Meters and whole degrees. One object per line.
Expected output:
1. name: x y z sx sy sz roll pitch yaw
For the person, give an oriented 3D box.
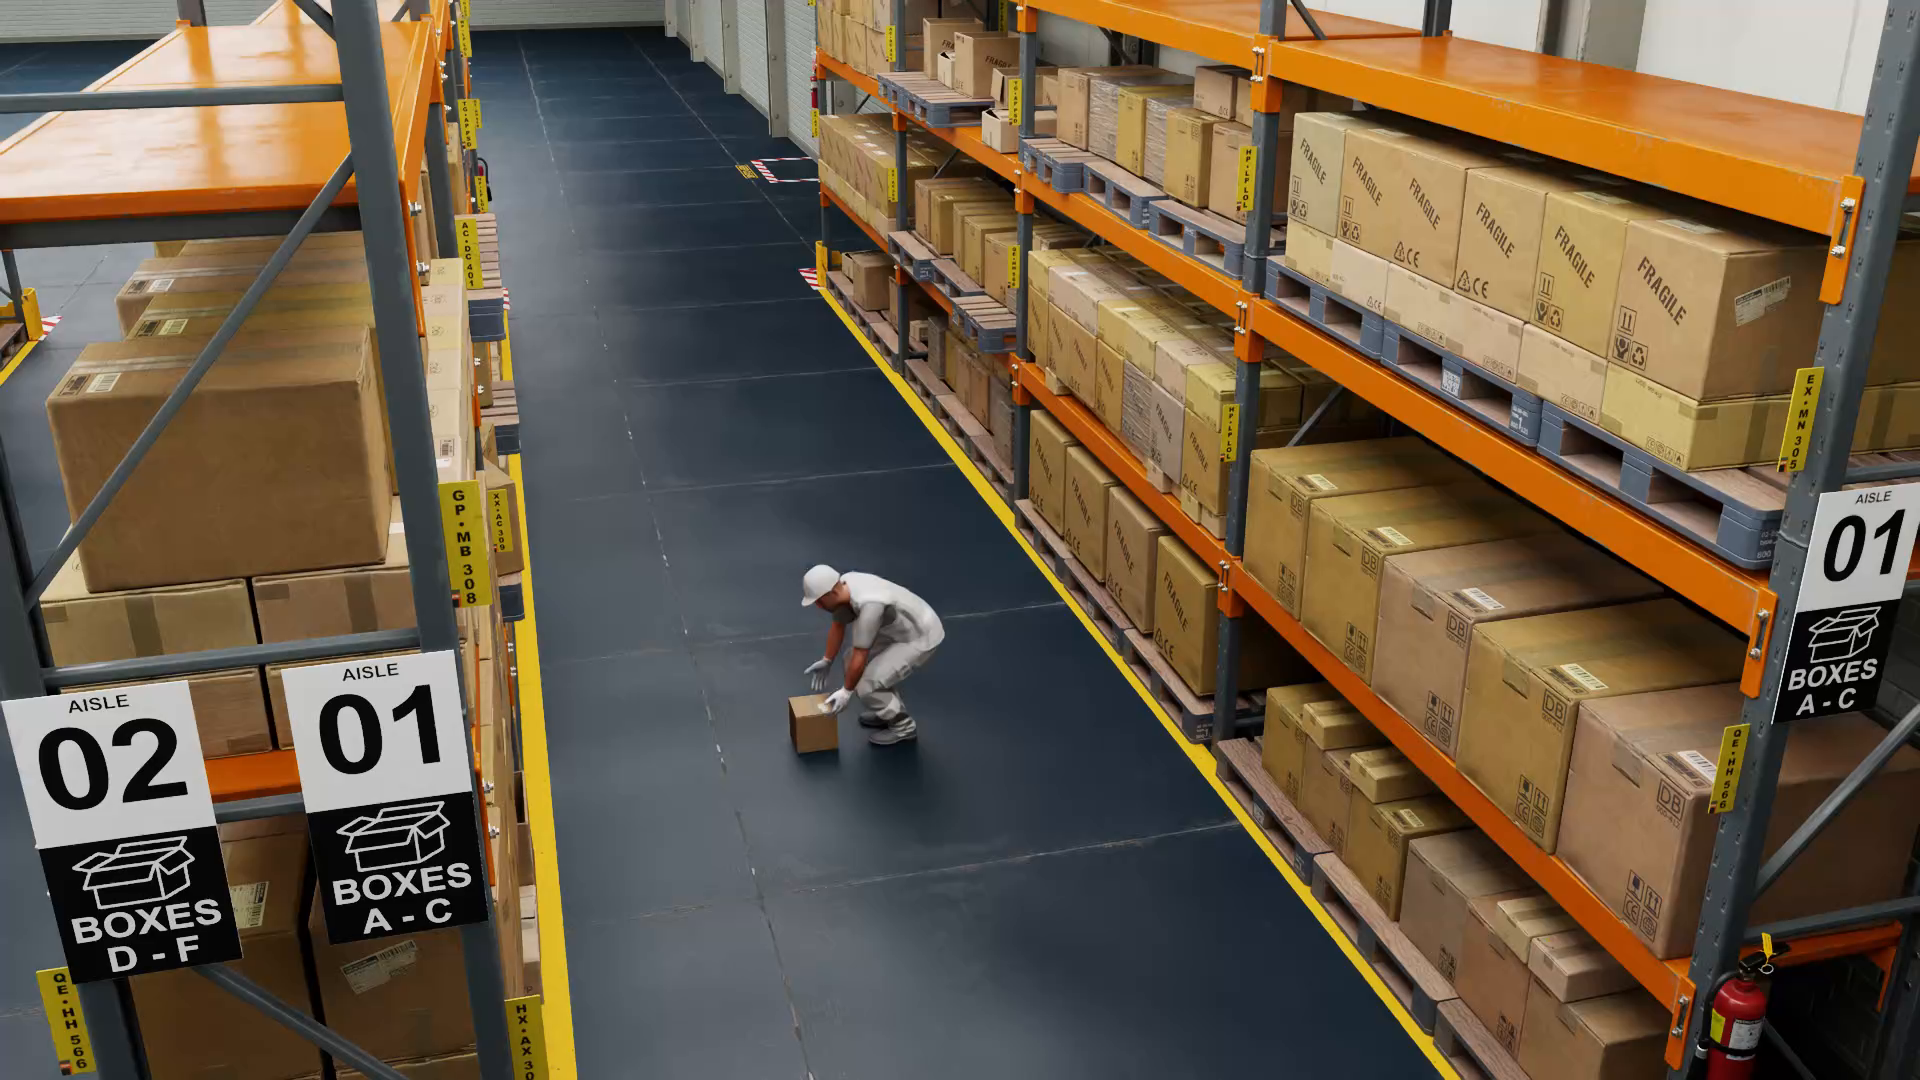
1. person: -0.511 0.653 9.880 0.852 1.172 0.584 -6 24 -14
